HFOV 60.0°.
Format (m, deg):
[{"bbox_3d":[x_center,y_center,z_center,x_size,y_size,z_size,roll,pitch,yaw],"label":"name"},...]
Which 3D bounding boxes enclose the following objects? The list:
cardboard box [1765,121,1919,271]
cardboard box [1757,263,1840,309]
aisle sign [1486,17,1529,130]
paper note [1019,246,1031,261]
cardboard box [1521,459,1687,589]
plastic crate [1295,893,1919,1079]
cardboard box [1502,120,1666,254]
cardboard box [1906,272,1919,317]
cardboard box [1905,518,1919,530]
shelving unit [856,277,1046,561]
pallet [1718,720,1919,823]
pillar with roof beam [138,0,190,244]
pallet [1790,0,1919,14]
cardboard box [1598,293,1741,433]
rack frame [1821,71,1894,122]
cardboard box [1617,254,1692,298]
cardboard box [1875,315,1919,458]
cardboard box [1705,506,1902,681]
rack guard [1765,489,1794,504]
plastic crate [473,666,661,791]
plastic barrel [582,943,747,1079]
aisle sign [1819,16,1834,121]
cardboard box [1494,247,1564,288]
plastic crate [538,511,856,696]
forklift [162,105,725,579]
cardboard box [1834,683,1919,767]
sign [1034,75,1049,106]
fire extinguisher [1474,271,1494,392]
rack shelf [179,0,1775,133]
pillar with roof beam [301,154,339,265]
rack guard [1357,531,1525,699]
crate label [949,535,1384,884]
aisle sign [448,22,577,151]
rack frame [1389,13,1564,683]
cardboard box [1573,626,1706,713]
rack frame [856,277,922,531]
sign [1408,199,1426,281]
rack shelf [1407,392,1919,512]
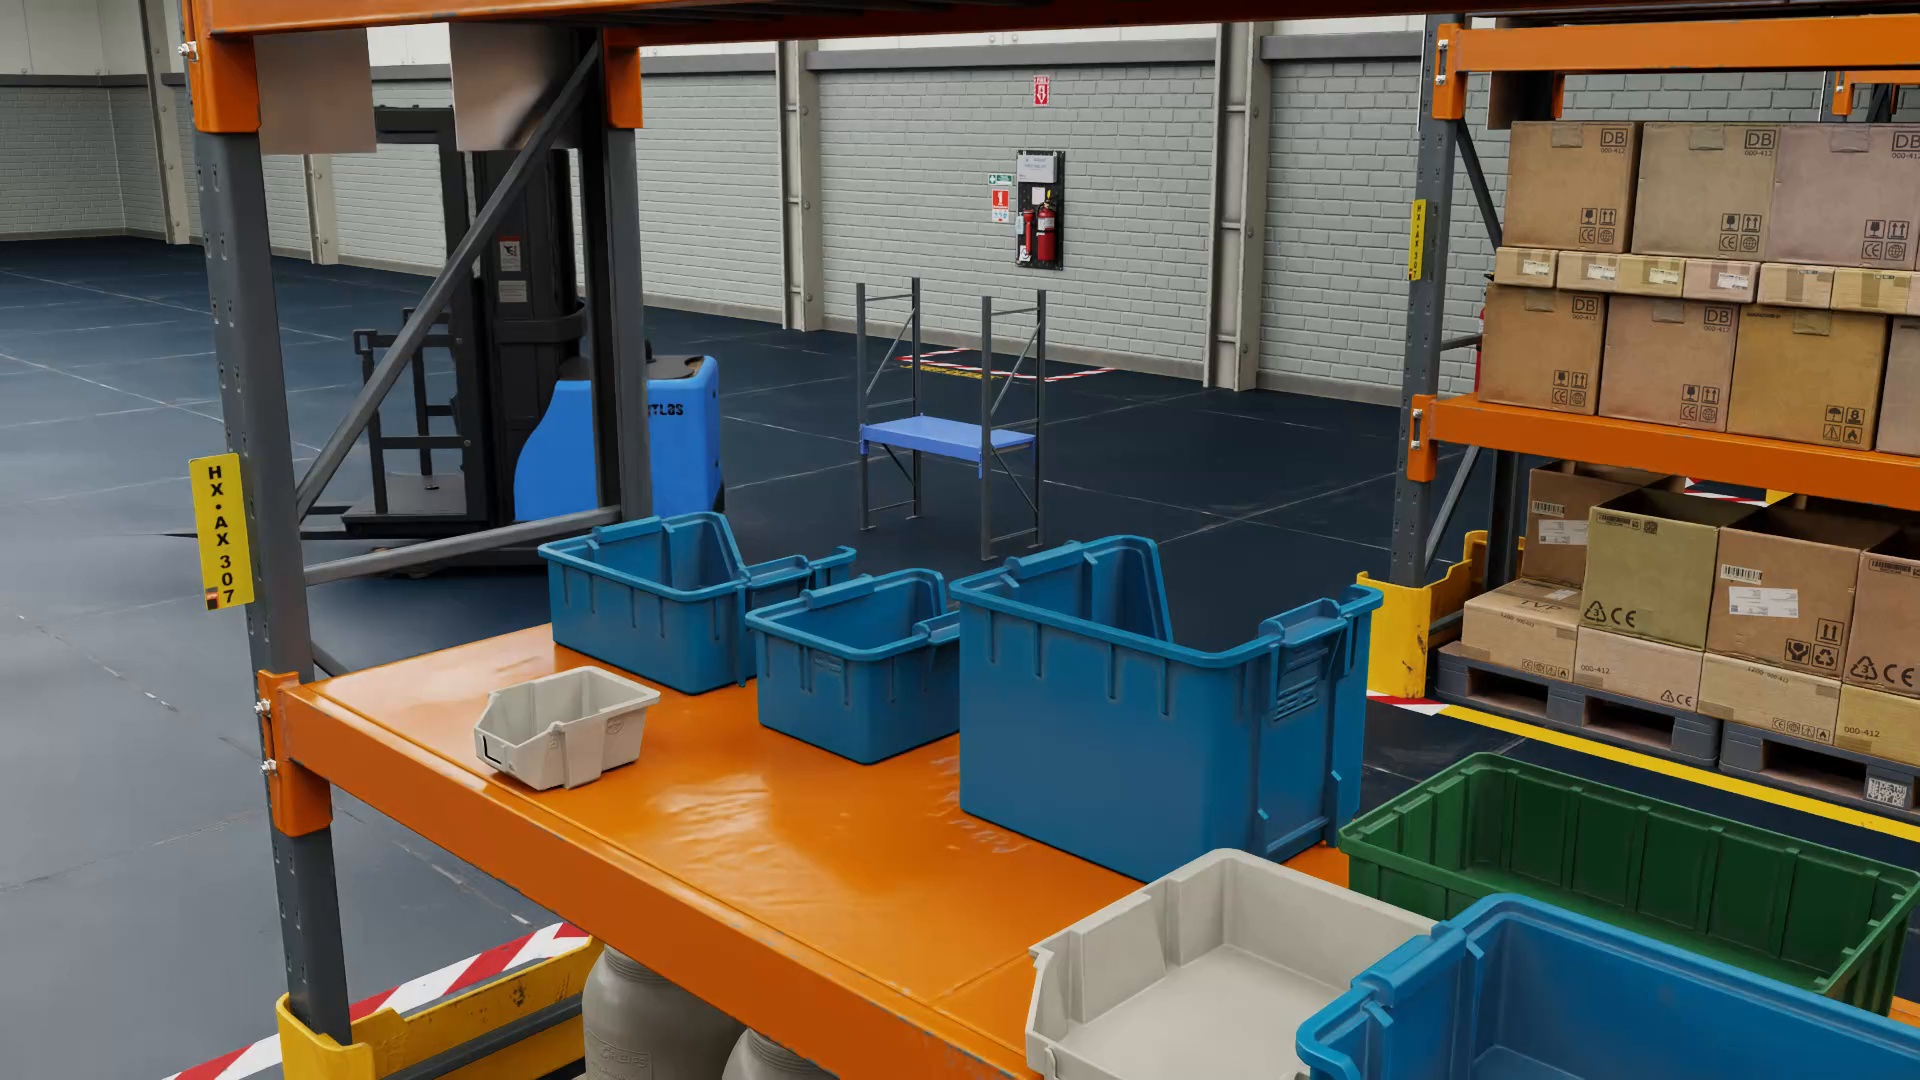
[{"bbox_3d":[3.385,-1.284,6.140,0.500,0.500,0.700,14,20,42],"label":"cardboard box"},{"bbox_3d":[3.151,-0.954,6.161,0.250,0.149,0.380,13,19,40],"label":"cardboard box"},{"bbox_3d":[2.431,-2.203,7.282,0.004,0.787,0.394,14,20,42],"label":"aisle sign"},{"bbox_3d":[0.663,-2.921,16.942,0.142,0.148,0.016,14,20,42],"label":"paper note"},{"bbox_3d":[2.867,-0.076,7.408,0.500,0.500,0.500,14,20,42],"label":"cardboard box"},{"bbox_3d":[0.728,0.646,1.800,0.616,0.251,0.499,14,20,42],"label":"plastic crate"},{"bbox_3d":[2.639,-1.463,6.827,0.500,0.500,0.700,14,20,42],"label":"cardboard box"},{"bbox_3d":[3.513,-0.866,5.820,0.250,0.149,0.380,14,20,43],"label":"cardboard box"},{"bbox_3d":[3.956,0.184,6.409,0.500,0.500,0.500,14,20,42],"label":"cardboard box"},{"bbox_3d":[-0.061,-0.741,9.800,1.048,1.500,0.538,14,20,42],"label":"shelving unit"},{"bbox_3d":[3.728,0.809,6.409,1.213,0.211,1.003,14,20,42],"label":"pallet"},{"bbox_3d":[-17.770,-9.187,27.342,0.400,9.000,9.100,14,20,42],"label":"pillar with roof beam"},{"bbox_3d":[3.648,-1.947,5.682,1.213,0.211,1.003,14,20,42],"label":"pallet"},{"bbox_3d":[2.983,-0.754,6.677,0.700,0.500,0.500,-14,20,-43],"label":"cardboard box"},{"bbox_3d":[5.710,-1.780,10.815,0.127,3.000,1.000,14,20,42],"label":"rack frame"},{"bbox_3d":[2.778,-1.045,6.509,0.250,0.149,0.380,14,20,42],"label":"cardboard box"},{"bbox_3d":[3.718,-0.574,5.988,0.700,0.500,0.500,-14,20,-43],"label":"cardboard box"},{"bbox_3d":[3.236,0.191,6.384,0.500,0.500,0.500,14,20,42],"label":"cardboard box"},{"bbox_3d":[5.764,-0.557,11.079,0.348,0.500,1.175,14,20,42],"label":"rack guard"},{"bbox_3d":[-0.746,0.361,3.121,0.250,0.136,0.298,14,20,42],"label":"plastic crate"},{"bbox_3d":[-0.640,1.120,3.785,0.421,0.512,0.421,0,15,0],"label":"plastic barrel"},{"bbox_3d":[5.450,-2.996,10.326,0.004,0.787,0.394,14,20,42],"label":"aisle sign"},{"bbox_3d":[2.407,-1.135,6.853,0.250,0.149,0.380,13,20,42],"label":"cardboard box"},{"bbox_3d":[-0.599,0.123,3.804,0.616,0.251,0.499,14,20,42],"label":"plastic crate"},{"bbox_3d":[-2.915,-1.343,9.274,3.031,2.935,1.130,-1,15,-3],"label":"forklift"},{"bbox_3d":[3.584,0.644,6.131,0.500,0.250,0.500,14,20,42],"label":"cardboard box"},{"bbox_3d":[0.806,-4.445,16.446,0.199,0.298,0.001,14,20,42],"label":"sign"},{"bbox_3d":[2.511,-0.948,7.774,0.183,0.674,0.296,14,20,42],"label":"fire extinguisher"},{"bbox_3d":[0.273,-0.735,2.282,4.000,0.370,1.077,14,20,42],"label":"rack shelf"},{"bbox_3d":[-13.451,-8.137,23.312,0.400,9.000,9.100,14,20,42],"label":"pillar with roof beam"},{"bbox_3d":[2.257,0.325,7.693,0.348,0.500,1.175,14,20,42],"label":"rack guard"},{"bbox_3d":[0.346,0.274,2.861,0.616,0.435,0.502,14,20,42],"label":"crate label"},{"bbox_3d":[-1.012,-1.306,3.841,0.004,0.787,0.394,14,20,42],"label":"aisle sign"},{"bbox_3d":[2.274,-0.880,7.361,0.127,3.000,1.000,14,20,42],"label":"rack frame"},{"bbox_3d":[2.868,0.468,6.807,0.500,0.250,0.500,14,20,42],"label":"cardboard box"},{"bbox_3d":[-0.427,-0.830,10.142,0.032,1.500,0.500,14,20,42],"label":"rack frame"},{"bbox_3d":[1.885,-1.238,6.860,0.005,0.325,0.100,14,20,42],"label":"sign"},{"bbox_3d":[3.714,-0.182,6.109,4.000,0.370,1.077,14,20,42],"label":"rack shelf"}]
